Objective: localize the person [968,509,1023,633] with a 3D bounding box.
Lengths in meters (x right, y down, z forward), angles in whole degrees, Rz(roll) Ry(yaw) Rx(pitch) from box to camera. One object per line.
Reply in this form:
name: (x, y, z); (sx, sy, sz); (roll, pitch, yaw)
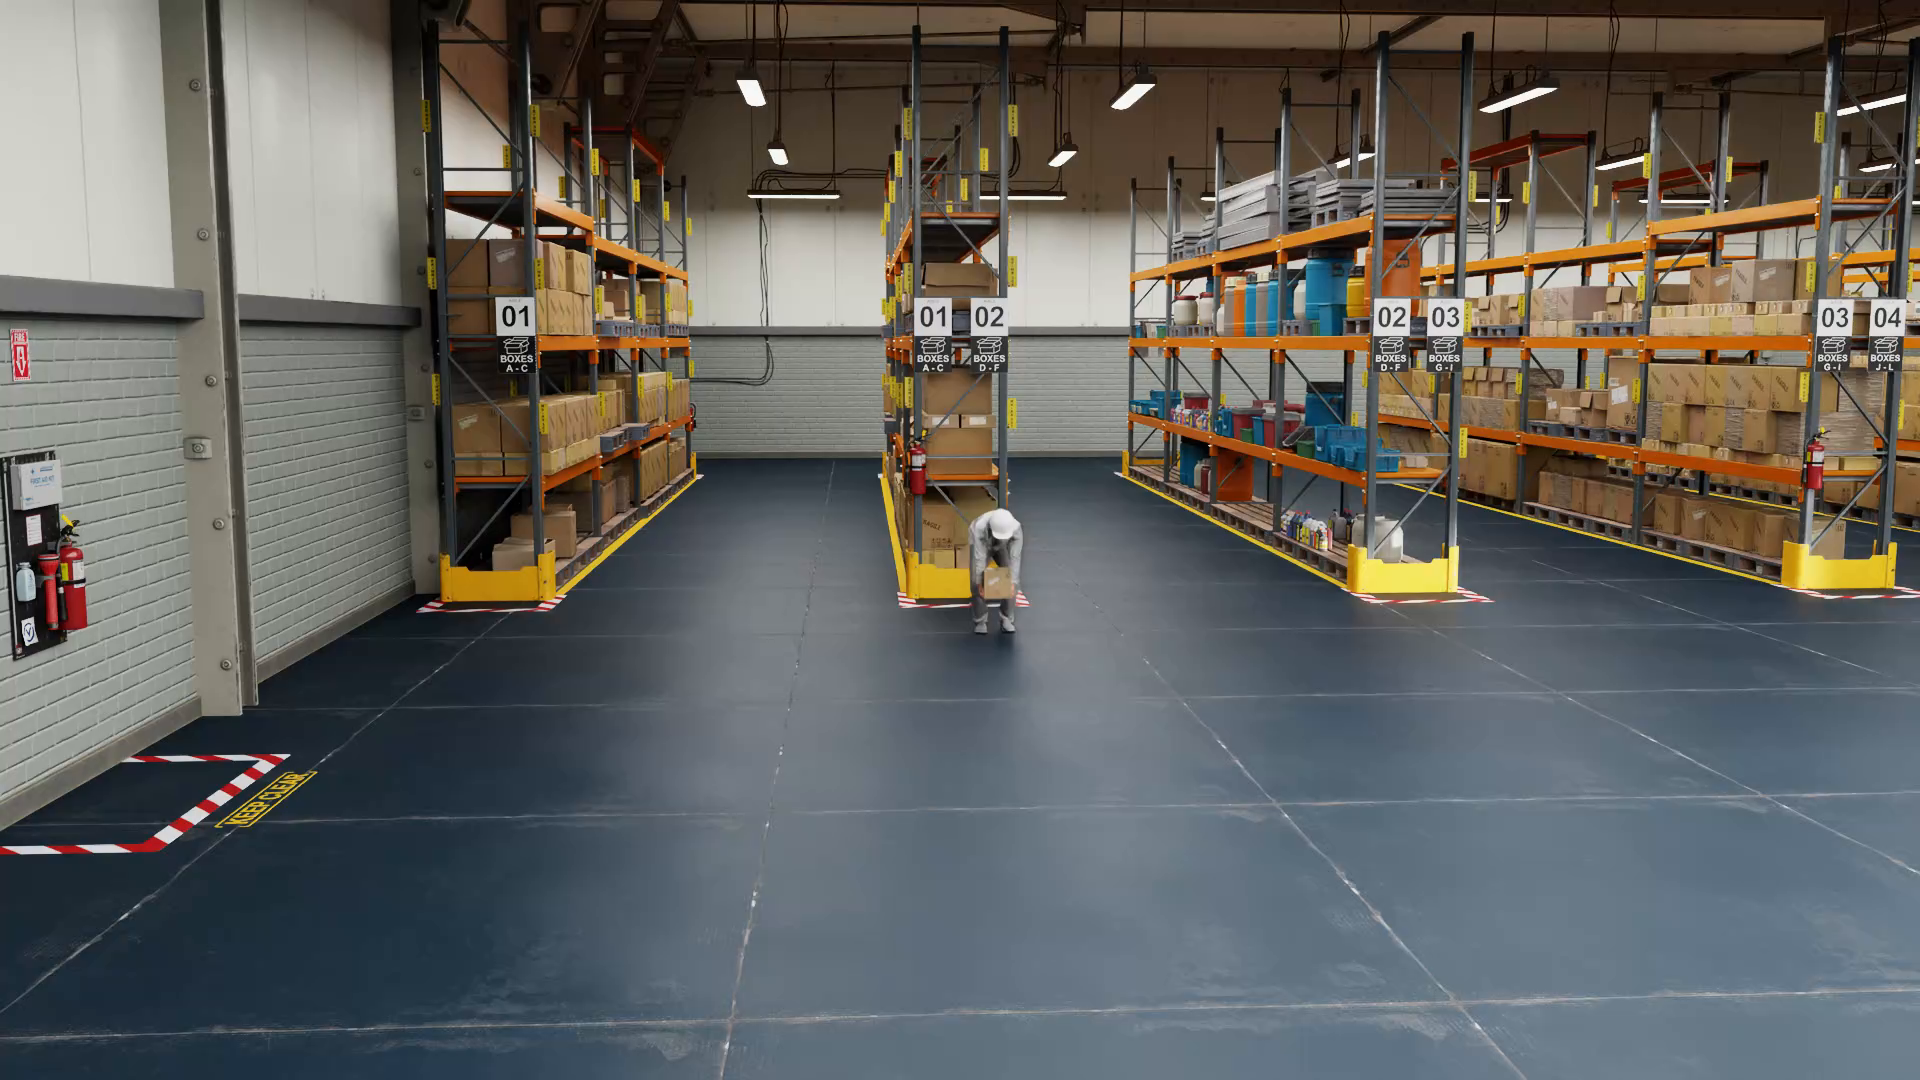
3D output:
person: (0.341, 0.282, 15.574); (0.473, 1.228, 0.975); (-1, 7, -6)
